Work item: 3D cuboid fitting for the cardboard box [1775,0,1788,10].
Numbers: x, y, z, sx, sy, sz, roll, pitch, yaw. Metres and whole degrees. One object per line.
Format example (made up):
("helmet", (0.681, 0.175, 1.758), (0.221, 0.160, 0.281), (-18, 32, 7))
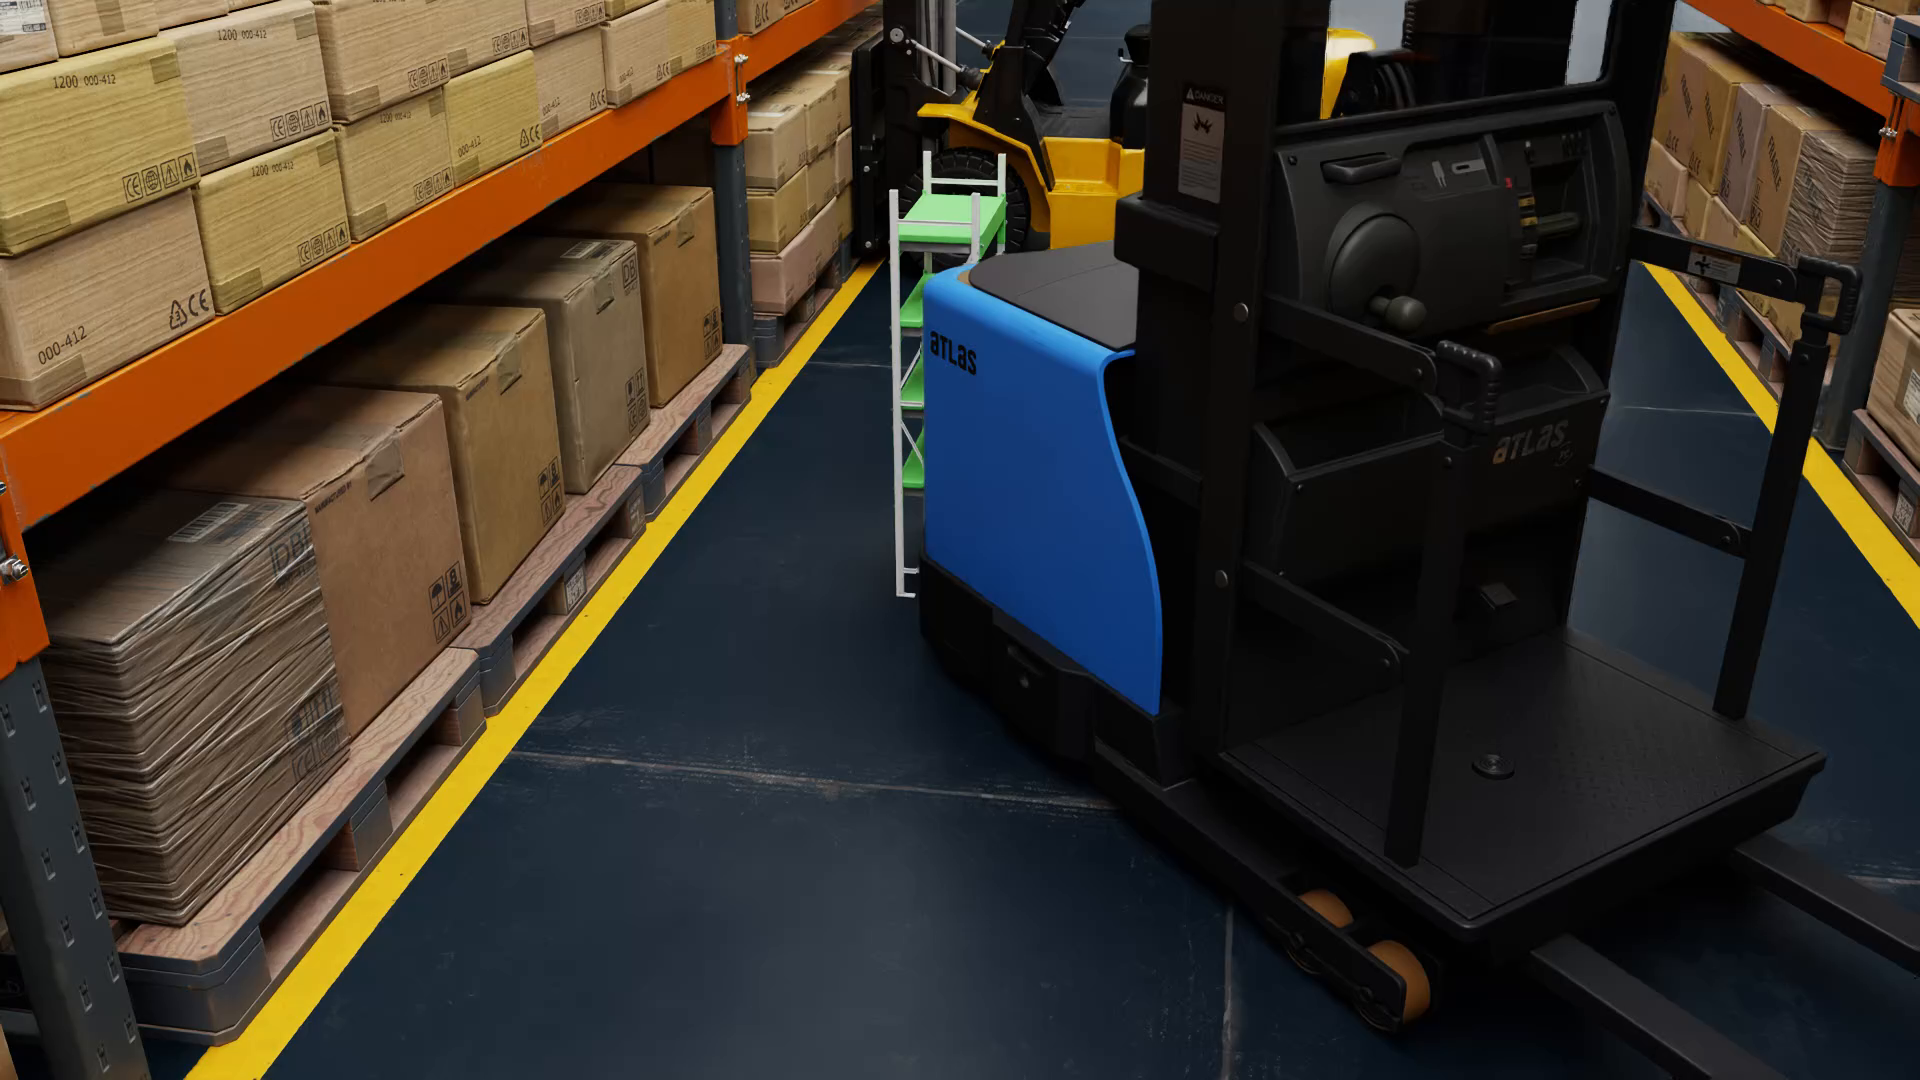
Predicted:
("cardboard box", (3.575, -2.234, 6.781), (0.380, 0.149, 0.250), (4, 25, 8))

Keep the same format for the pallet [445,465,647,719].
("pallet", (-1.588, 0.081, 4.828), (1.003, 0.211, 1.213), (4, 25, 9))

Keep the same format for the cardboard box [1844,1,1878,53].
("cardboard box", (3.374, -1.809, 5.873), (0.380, 0.149, 0.250), (5, 25, 10))

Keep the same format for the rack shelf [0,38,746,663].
("rack shelf", (-1.636, -0.842, 4.360), (1.077, 0.370, 4.000), (4, 25, 9))

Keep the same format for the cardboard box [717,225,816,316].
("cardboard box", (-0.903, -1.129, 6.872), (0.500, 0.250, 0.500), (4, 25, 9))

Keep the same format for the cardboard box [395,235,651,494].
("cardboard box", (-1.518, -0.576, 5.249), (0.875, 0.625, 0.625), (4, 25, 8))

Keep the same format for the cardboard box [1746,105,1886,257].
("cardboard box", (3.502, -1.426, 6.621), (0.500, 0.500, 0.500), (4, 25, 9))

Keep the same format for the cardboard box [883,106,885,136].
("cardboard box", (-0.583, -2.197, 8.564), (0.500, 0.250, 0.500), (3, 25, 7))

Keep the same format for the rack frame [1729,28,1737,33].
("rack frame", (4.242, -3.335, 8.837), (1.000, 3.000, 0.127), (4, 25, 9))

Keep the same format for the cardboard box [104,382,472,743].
("cardboard box", (-1.748, 0.020, 3.975), (0.875, 0.625, 0.625), (5, 26, 10))

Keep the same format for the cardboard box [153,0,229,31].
("cardboard box", (-1.561, -1.005, 2.975), (0.380, 0.149, 0.250), (5, 25, 10))

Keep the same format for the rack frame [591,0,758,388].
("rack frame", (-1.309, -2.005, 5.995), (1.000, 3.000, 0.127), (4, 25, 9))

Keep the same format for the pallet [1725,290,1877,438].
("pallet", (3.664, -0.683, 6.460), (1.003, 0.211, 1.213), (4, 25, 9))

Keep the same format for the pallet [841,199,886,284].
("pallet", (-0.941, -1.583, 8.383), (1.003, 0.211, 1.213), (4, 25, 9))

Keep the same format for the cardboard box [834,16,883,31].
("cardboard box", (-0.500, -2.647, 8.936), (0.500, 0.250, 0.500), (4, 25, 9))

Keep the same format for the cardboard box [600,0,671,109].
("cardboard box", (-1.210, -1.497, 5.087), (0.500, 0.250, 0.500), (4, 25, 8))

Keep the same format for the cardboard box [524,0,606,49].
("cardboard box", (-1.303, -1.511, 4.527), (0.500, 0.250, 0.500), (5, 25, 10))

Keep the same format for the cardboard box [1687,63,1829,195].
("cardboard box", (3.663, -1.863, 7.556), (0.500, 0.500, 0.500), (5, 25, 10))

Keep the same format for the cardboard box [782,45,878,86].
("cardboard box", (-0.663, -2.224, 8.032), (0.500, 0.250, 0.500), (4, 25, 7))

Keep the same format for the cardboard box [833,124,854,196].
("cardboard box", (-0.751, -1.777, 7.667), (0.500, 0.250, 0.500), (4, 25, 8))

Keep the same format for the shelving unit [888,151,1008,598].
("shelving unit", (-0.027, -0.474, 4.848), (0.258, 1.200, 0.503), (4, 25, 9))

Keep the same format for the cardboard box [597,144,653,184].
("cardboard box", (-1.419, -1.622, 6.745), (0.500, 0.250, 0.500), (5, 25, 10))

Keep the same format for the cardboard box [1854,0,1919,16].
("cardboard box", (3.416, -2.045, 5.613), (0.500, 0.500, 0.500), (3, 25, 7))

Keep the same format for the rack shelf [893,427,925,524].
("rack shelf", (-0.027, -0.199, 4.977), (0.258, 0.148, 0.480), (4, 25, 9))

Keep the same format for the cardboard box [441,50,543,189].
("cardboard box", (-1.398, -1.075, 4.186), (0.500, 0.250, 0.500), (5, 26, 10))

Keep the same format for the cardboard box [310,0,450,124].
("cardboard box", (-1.463, -1.086, 3.619), (0.500, 0.250, 0.500), (3, 25, 7))

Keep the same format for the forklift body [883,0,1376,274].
("forklift body", (0.835, -2.374, 7.784), (2.313, 2.155, 1.214), (4, 25, 9))

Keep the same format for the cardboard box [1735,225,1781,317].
("cardboard box", (3.497, -1.097, 6.802), (0.500, 0.250, 0.500), (3, 25, 7))

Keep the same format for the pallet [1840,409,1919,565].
("pallet", (3.463, -0.074, 5.159), (1.003, 0.211, 1.213), (4, 25, 9))

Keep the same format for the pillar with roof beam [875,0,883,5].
("pillar with roof beam", (3.570, -8.377, 12.532), (9.100, 9.000, 0.400), (4, 25, 9))

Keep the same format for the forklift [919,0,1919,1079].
("forklift", (1.102, -0.608, 3.091), (1.130, 2.935, 3.031), (-15, 29, -29))

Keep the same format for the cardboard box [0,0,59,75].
("cardboard box", (-1.620, -0.784, 2.503), (0.380, 0.149, 0.250), (5, 26, 10))

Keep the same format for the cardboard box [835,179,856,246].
("cardboard box", (-0.767, -1.558, 7.789), (0.500, 0.250, 0.500), (4, 25, 9))

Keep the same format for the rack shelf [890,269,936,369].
("rack shelf", (-0.027, -0.634, 4.773), (0.258, 0.148, 0.480), (4, 25, 9))

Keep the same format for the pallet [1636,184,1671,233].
("pallet", (4.062, -1.703, 8.640), (1.003, 0.211, 1.213), (4, 25, 9))

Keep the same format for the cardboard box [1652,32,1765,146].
("cardboard box", (3.834, -2.292, 8.471), (0.500, 0.500, 0.500), (3, 25, 7))

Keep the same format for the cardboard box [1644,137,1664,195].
("cardboard box", (3.838, -1.962, 8.651), (0.500, 0.250, 0.500), (4, 25, 8))

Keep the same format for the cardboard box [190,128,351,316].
("cardboard box", (-1.562, -0.643, 3.261), (0.500, 0.250, 0.500), (3, 25, 7))

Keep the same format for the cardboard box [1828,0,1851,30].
("cardboard box", (3.548, -2.016, 6.315), (0.380, 0.149, 0.250), (4, 25, 8))

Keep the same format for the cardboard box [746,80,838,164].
("cardboard box", (-0.827, -1.796, 7.118), (0.500, 0.250, 0.500), (4, 25, 9))

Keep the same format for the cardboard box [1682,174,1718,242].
("cardboard box", (3.670, -1.520, 7.707), (0.500, 0.250, 0.500), (6, 26, 12))

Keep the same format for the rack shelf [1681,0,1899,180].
("rack shelf", (3.915, -2.173, 7.203), (1.077, 0.370, 4.000), (4, 25, 9))

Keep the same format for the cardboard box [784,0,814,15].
("cardboard box", (-0.910, -2.437, 6.799), (0.500, 0.500, 0.500), (4, 25, 9))

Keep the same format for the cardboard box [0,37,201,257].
("cardboard box", (-1.624, -0.657, 2.703), (0.500, 0.250, 0.500), (4, 25, 8))

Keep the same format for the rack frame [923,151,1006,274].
("rack frame", (0.013, -0.576, 5.066), (0.240, 1.200, 0.015), (4, 25, 9))

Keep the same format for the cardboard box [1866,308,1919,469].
("cardboard box", (3.505, -0.443, 5.262), (0.950, 0.372, 0.625), (4, 25, 9))

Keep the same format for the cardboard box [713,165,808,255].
("cardboard box", (-0.925, -1.357, 6.769), (0.500, 0.250, 0.500), (4, 25, 8))
